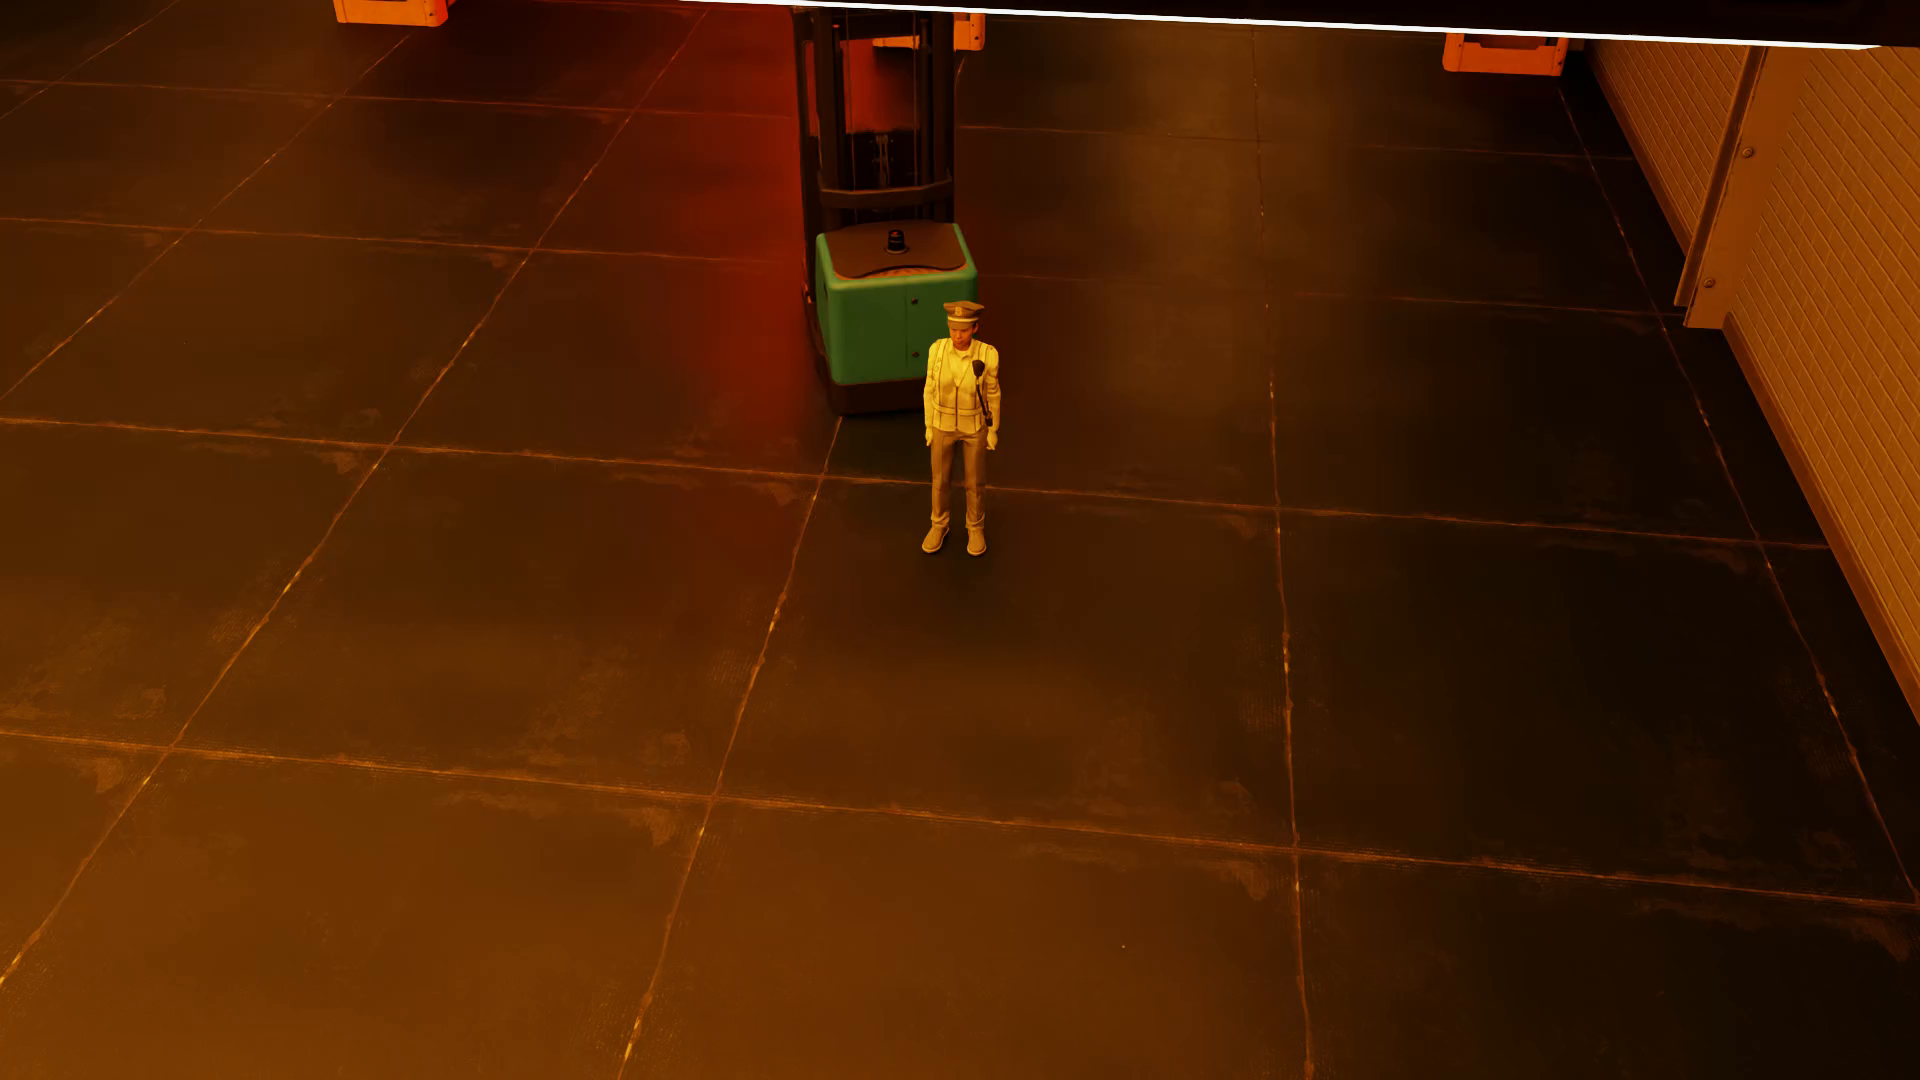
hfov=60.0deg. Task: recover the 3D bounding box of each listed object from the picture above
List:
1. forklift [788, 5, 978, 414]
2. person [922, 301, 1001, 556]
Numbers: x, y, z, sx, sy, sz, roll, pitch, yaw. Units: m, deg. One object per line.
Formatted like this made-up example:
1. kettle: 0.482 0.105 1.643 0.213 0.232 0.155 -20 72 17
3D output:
1. forklift: -0.629 -2.923 11.995 1.130 2.935 3.031 -6 37 -8
2. person: 0.006 -0.679 9.999 0.461 1.694 0.354 4 37 6
